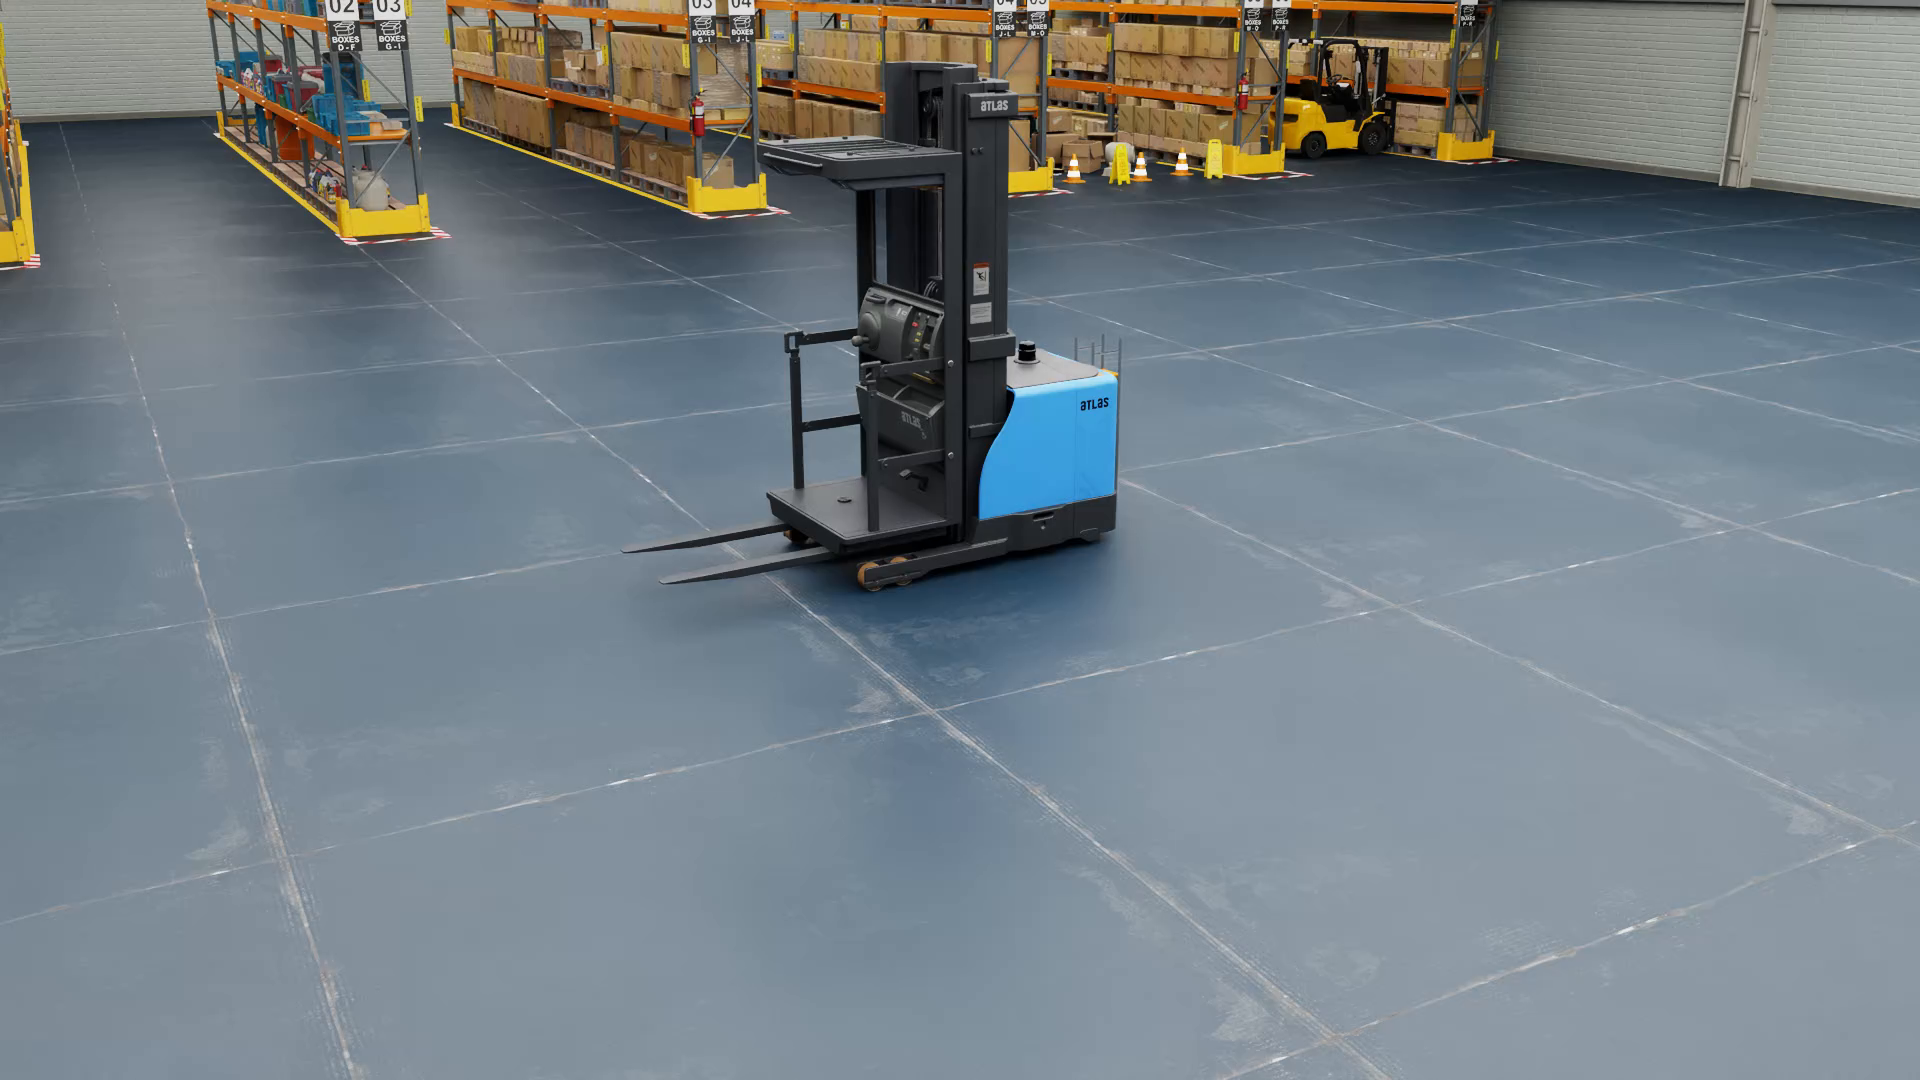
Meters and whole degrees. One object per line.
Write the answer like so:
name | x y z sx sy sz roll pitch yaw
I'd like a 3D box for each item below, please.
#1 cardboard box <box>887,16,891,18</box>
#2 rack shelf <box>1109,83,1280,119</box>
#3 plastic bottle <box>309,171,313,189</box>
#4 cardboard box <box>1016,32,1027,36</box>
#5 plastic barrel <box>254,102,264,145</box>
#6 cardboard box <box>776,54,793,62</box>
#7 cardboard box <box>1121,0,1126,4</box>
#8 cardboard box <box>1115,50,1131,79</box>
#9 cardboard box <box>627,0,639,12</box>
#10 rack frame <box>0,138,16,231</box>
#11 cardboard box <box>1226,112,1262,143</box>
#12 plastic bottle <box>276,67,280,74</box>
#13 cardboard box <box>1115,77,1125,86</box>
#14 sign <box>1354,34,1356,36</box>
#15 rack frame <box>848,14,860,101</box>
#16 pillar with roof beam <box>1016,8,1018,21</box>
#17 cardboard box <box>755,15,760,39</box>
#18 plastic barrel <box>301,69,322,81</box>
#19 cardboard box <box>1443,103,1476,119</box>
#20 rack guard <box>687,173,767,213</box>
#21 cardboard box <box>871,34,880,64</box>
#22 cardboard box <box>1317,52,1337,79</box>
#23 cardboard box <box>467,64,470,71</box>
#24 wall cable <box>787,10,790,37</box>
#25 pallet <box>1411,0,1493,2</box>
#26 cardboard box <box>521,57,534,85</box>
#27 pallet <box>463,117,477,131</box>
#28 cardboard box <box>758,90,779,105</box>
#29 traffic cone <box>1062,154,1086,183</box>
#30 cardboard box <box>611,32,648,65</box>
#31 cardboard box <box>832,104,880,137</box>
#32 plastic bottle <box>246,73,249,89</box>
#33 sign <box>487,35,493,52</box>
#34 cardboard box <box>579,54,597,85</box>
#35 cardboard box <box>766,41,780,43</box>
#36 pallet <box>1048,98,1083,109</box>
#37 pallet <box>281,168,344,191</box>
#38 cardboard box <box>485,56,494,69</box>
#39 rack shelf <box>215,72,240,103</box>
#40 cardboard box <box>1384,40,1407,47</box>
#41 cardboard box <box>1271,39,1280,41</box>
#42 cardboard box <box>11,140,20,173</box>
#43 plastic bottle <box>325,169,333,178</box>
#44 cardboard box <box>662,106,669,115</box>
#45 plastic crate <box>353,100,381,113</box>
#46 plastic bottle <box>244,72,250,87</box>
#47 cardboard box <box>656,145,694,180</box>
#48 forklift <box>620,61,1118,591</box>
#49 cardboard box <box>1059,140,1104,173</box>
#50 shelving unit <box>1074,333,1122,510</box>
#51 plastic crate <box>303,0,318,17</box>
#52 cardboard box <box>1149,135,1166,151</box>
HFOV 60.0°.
cardboard box | -1.558 -12.690 40.129 0.380 0.149 0.250 -10 21 -27
rack shelf | 4.298 -8.169 30.810 1.077 0.370 4.000 -10 21 -27
plastic bottle | -9.966 -5.540 25.596 0.097 0.271 0.097 0 19 0
cardboard box | 1.459 -10.453 35.072 0.500 0.500 0.500 -11 22 -28
plastic barrel | -13.287 -8.125 32.153 0.600 0.901 0.708 -10 21 -27
cardboard box | -3.495 -9.727 33.508 0.380 0.149 0.250 -9 21 -26
cardboard box | 3.280 -10.254 31.535 0.380 0.149 0.250 -10 22 -27
cardboard box | 3.312 -9.102 31.800 0.500 0.500 0.500 -10 21 -27
cardboard box | -4.902 -8.431 26.098 0.500 0.250 0.500 -11 22 -29
rack frame | -12.193 -4.867 20.136 1.000 3.000 0.127 -10 21 -27
cardboard box | 5.096 -7.469 30.101 0.500 0.500 0.500 -11 22 -28
plastic bottle | -12.933 -8.819 31.665 0.144 0.351 0.185 -10 21 -27
cardboard box | 3.216 -8.824 31.991 0.380 0.149 0.250 -10 21 -27
sign | 8.203 -10.386 34.684 0.100 0.325 0.005 -10 21 -27
rack frame | -2.350 -12.528 42.339 1.000 3.000 0.127 -10 21 -27
pillar with roof beam | -2.259 -16.381 44.307 9.100 9.000 0.400 -10 21 -27
cardboard box | -4.759 -11.412 36.962 0.500 0.500 0.500 -9 21 -25
plastic barrel | -10.955 -7.720 28.234 0.421 0.512 0.421 0 19 0
cardboard box | 9.553 -8.244 31.961 0.500 0.250 0.500 -10 22 -27
rack guard | -3.510 -5.240 25.051 1.175 0.500 0.348 -10 21 -27
cardboard box | -1.201 -8.949 30.281 0.700 0.500 0.500 -10 22 -28
cardboard box | 7.696 -9.733 34.085 0.500 0.500 0.500 -11 22 -28
cardboard box | -10.580 -10.353 36.420 0.380 0.149 0.250 -10 22 -27
wall cable | -5.048 -14.638 46.849 0.585 1.953 0.123 -10 21 -27
pallet | 9.302 -10.288 31.385 1.003 0.211 1.213 -10 21 -27
cardboard box | -8.206 -9.140 32.366 0.500 0.500 0.500 -11 22 -28
pallet | -10.623 -9.457 37.716 1.003 0.211 1.213 -10 21 -27
cardboard box | -4.147 -9.403 35.321 0.500 0.250 0.500 -9 21 -25
traffic cone | 1.937 -6.312 28.215 0.336 0.463 0.334 -10 21 -27
cardboard box | -5.383 -8.040 27.191 0.500 0.500 0.500 -10 21 -27
cardboard box | -1.789 -7.864 31.629 1.050 0.750 0.750 -10 21 -27
plastic bottle | -13.310 -8.596 31.123 0.061 0.283 0.133 -10 21 -27
sign | -9.660 -10.205 34.159 0.100 0.325 0.005 -10 21 -27
cardboard box | -6.277 -8.279 29.223 0.797 0.503 0.637 -8 20 -21
cardboard box | -3.909 -10.562 35.471 0.380 0.149 0.250 -11 22 -28
pallet | 3.008 -11.379 43.286 1.003 0.211 1.213 -10 21 -27
pallet | -10.722 -6.033 27.791 1.003 0.211 1.213 -10 21 -27
cardboard box | -9.613 -10.001 34.789 0.500 0.250 0.500 -10 22 -28
rack shelf | -14.480 -9.312 34.121 1.077 0.370 4.000 -10 21 -27
cardboard box | 8.525 -9.709 32.566 0.380 0.149 0.250 -10 21 -26
cardboard box | 6.894 -10.856 36.345 0.380 0.149 0.250 -9 21 -25
cardboard box | -15.957 -6.364 27.635 0.500 0.500 0.500 -9 21 -24
plastic bottle | -9.587 -5.463 25.252 0.144 0.351 0.185 -10 21 -27
cardboard box | -4.399 -6.687 25.798 0.380 0.149 0.250 -10 21 -27
plastic crate | -8.967 -6.435 24.910 0.499 0.251 0.616 -10 21 -27
plastic bottle | -13.472 -8.722 31.500 0.152 0.276 0.135 -10 21 -27
cardboard box | -4.576 -6.115 26.942 0.500 0.500 0.500 -12 22 -31
forklift | -0.533 -1.281 9.849 3.031 2.935 1.130 -11 22 -29
cardboard box | 2.186 -6.867 29.760 0.637 0.503 0.797 7 20 20
shelving unit | 0.894 -0.741 10.939 0.258 1.200 0.189 -12 22 -31
plastic crate | -9.003 -7.544 23.321 0.392 0.384 0.575 -10 21 -27
cardboard box | 3.909 -7.467 31.245 0.500 0.250 0.500 -10 22 -27
